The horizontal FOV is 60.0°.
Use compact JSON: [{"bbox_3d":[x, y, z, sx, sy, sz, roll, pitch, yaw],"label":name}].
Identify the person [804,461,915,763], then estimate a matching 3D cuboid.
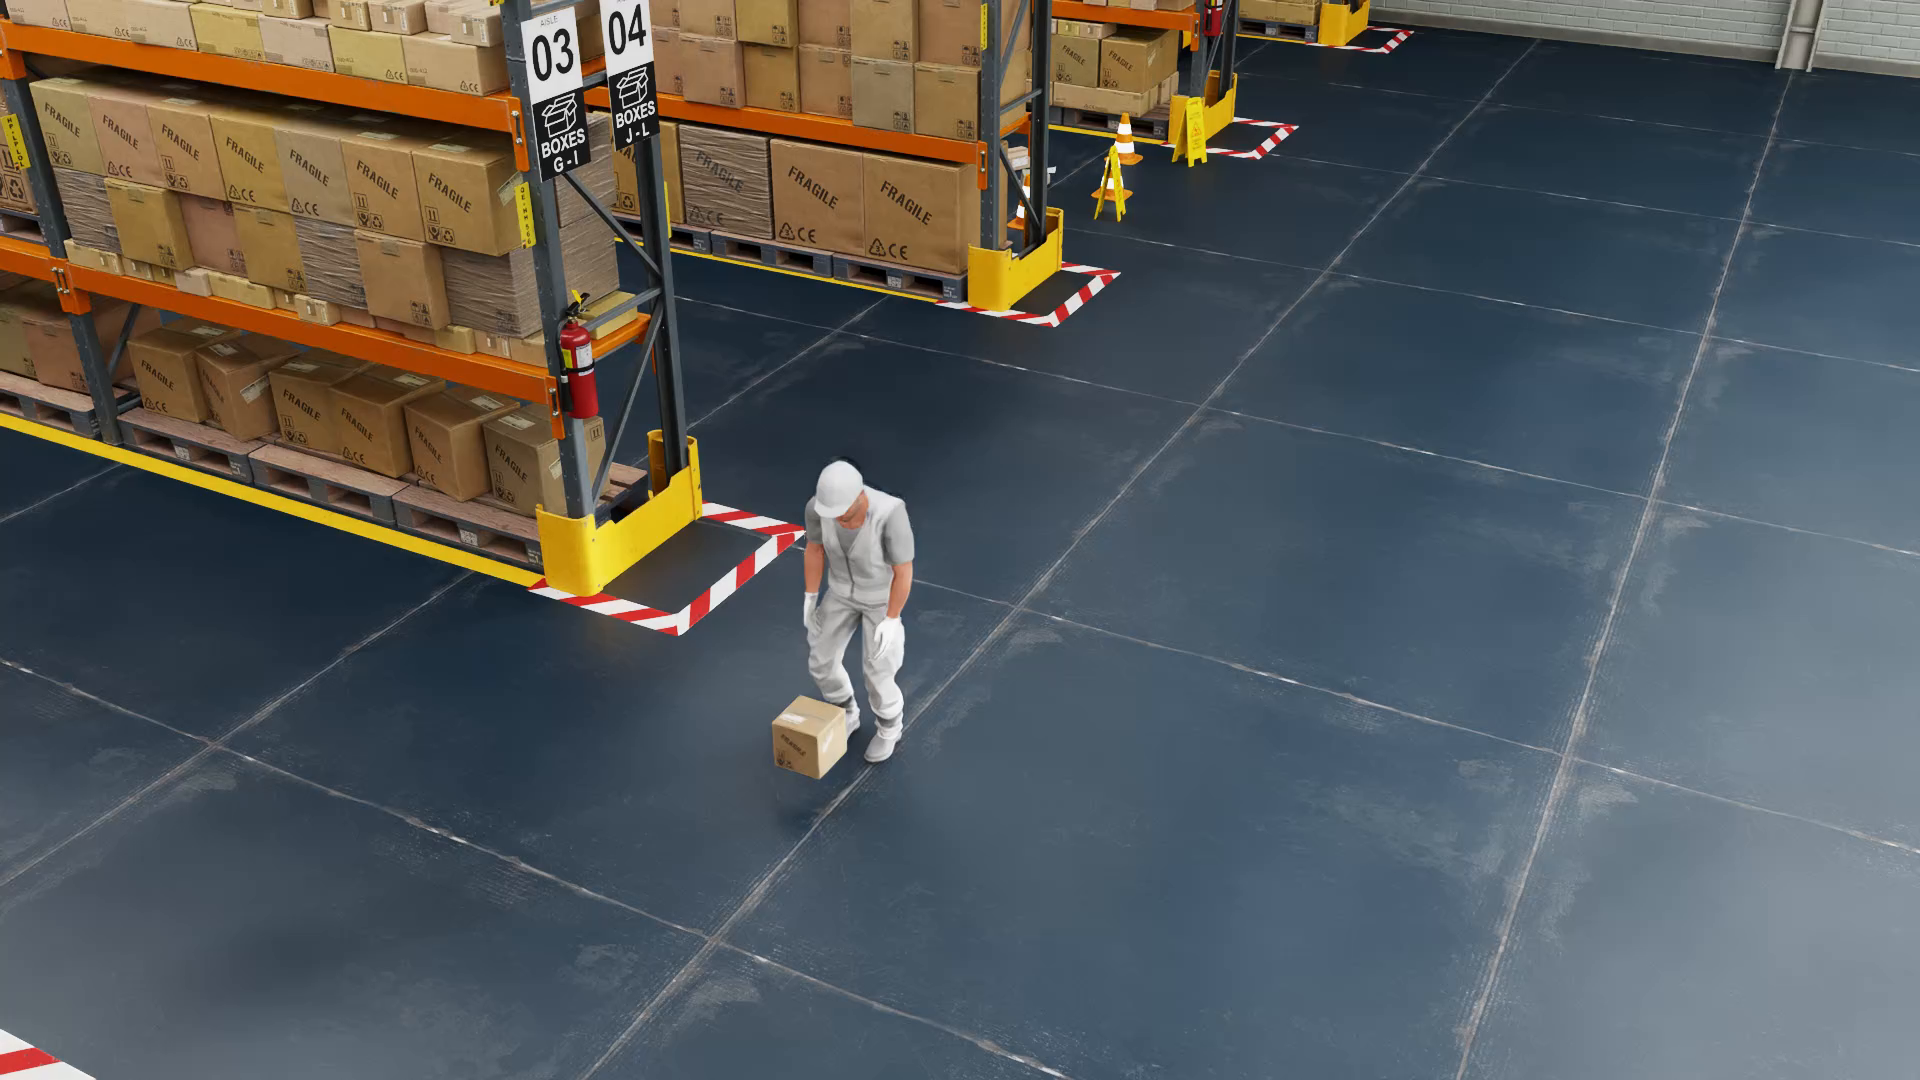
[{"bbox_3d":[-0.470,0.312,7.870,0.564,1.647,0.580,15,33,24],"label":"person"}]
